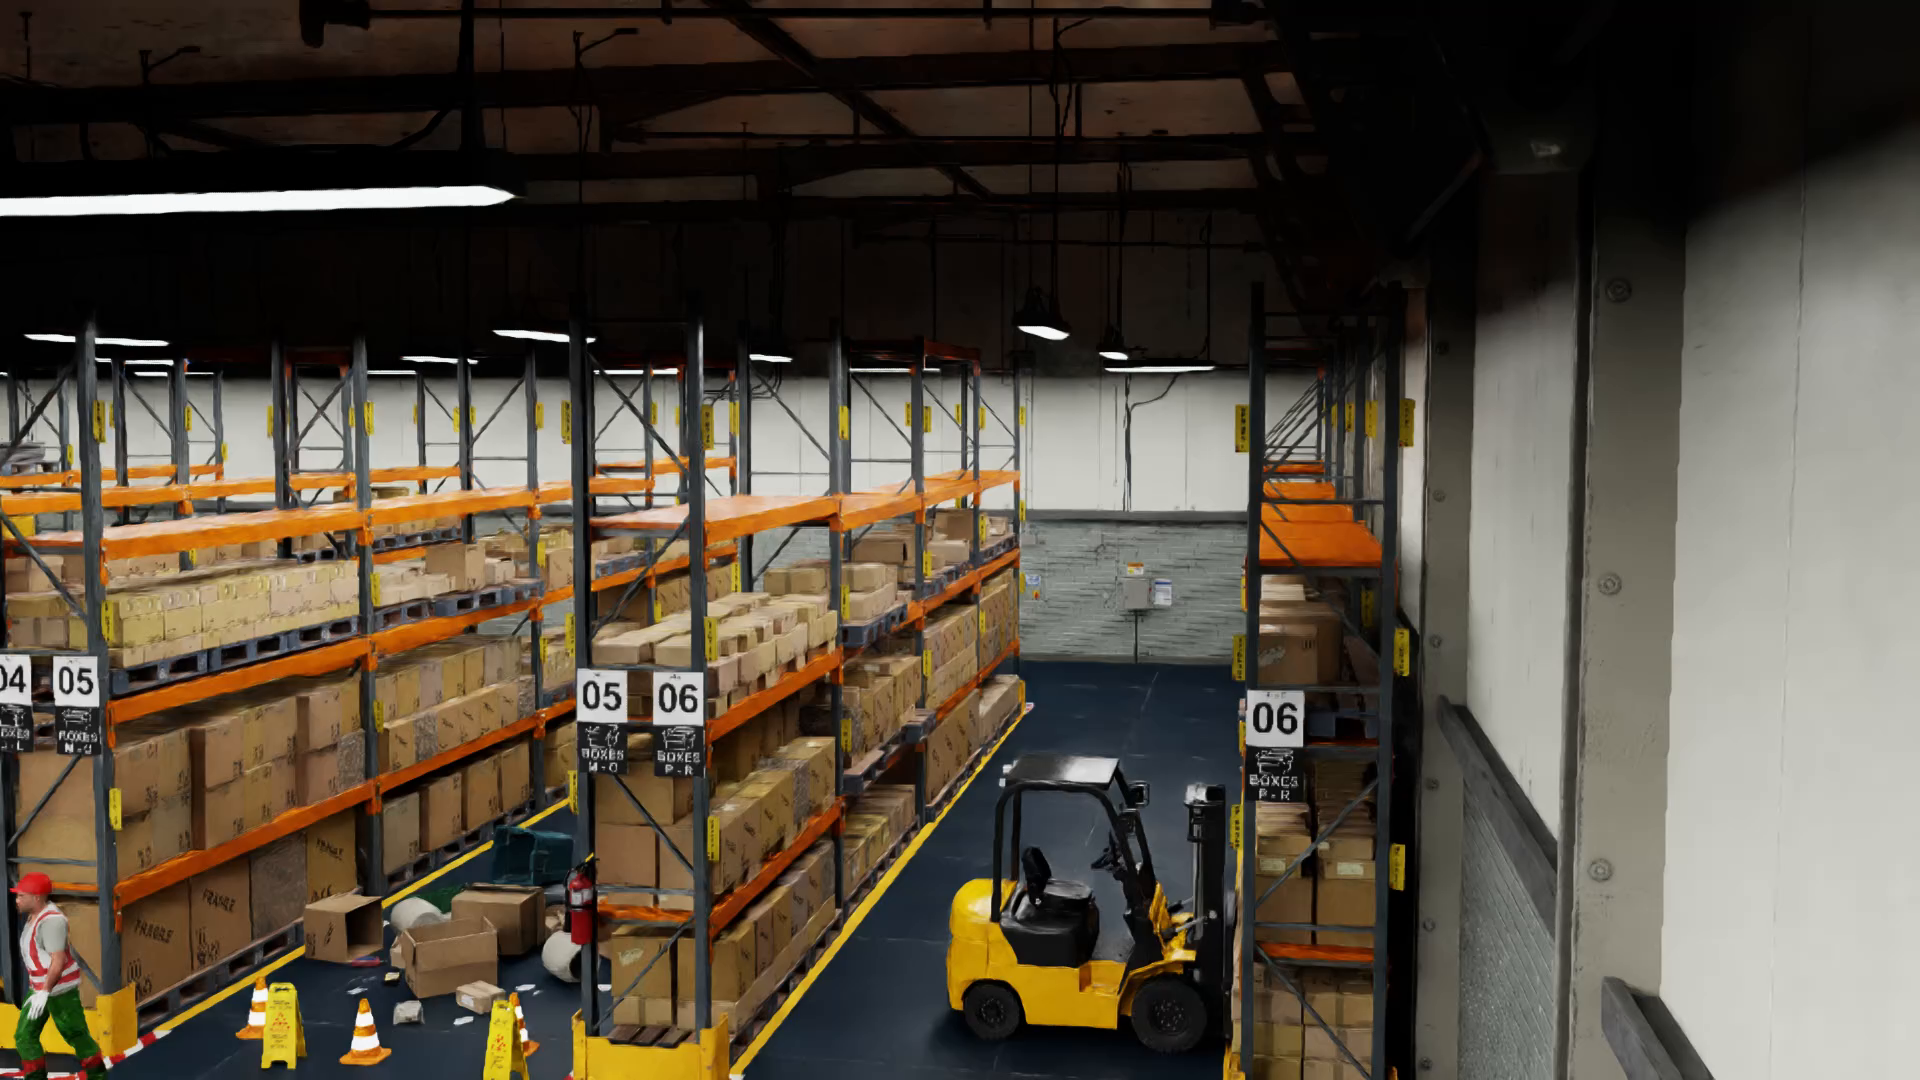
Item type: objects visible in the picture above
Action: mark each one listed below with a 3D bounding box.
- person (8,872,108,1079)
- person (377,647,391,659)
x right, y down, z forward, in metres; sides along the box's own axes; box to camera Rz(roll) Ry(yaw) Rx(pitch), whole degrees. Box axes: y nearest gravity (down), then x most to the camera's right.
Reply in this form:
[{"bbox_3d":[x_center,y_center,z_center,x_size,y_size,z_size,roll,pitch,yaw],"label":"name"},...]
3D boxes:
[{"bbox_3d":[-6.700,3.305,12.257,0.624,1.762,0.667,4,6,44],"label":"person"},{"bbox_3d":[-8.547,2.317,24.718,0.677,1.742,0.552,1,5,9],"label":"person"}]
